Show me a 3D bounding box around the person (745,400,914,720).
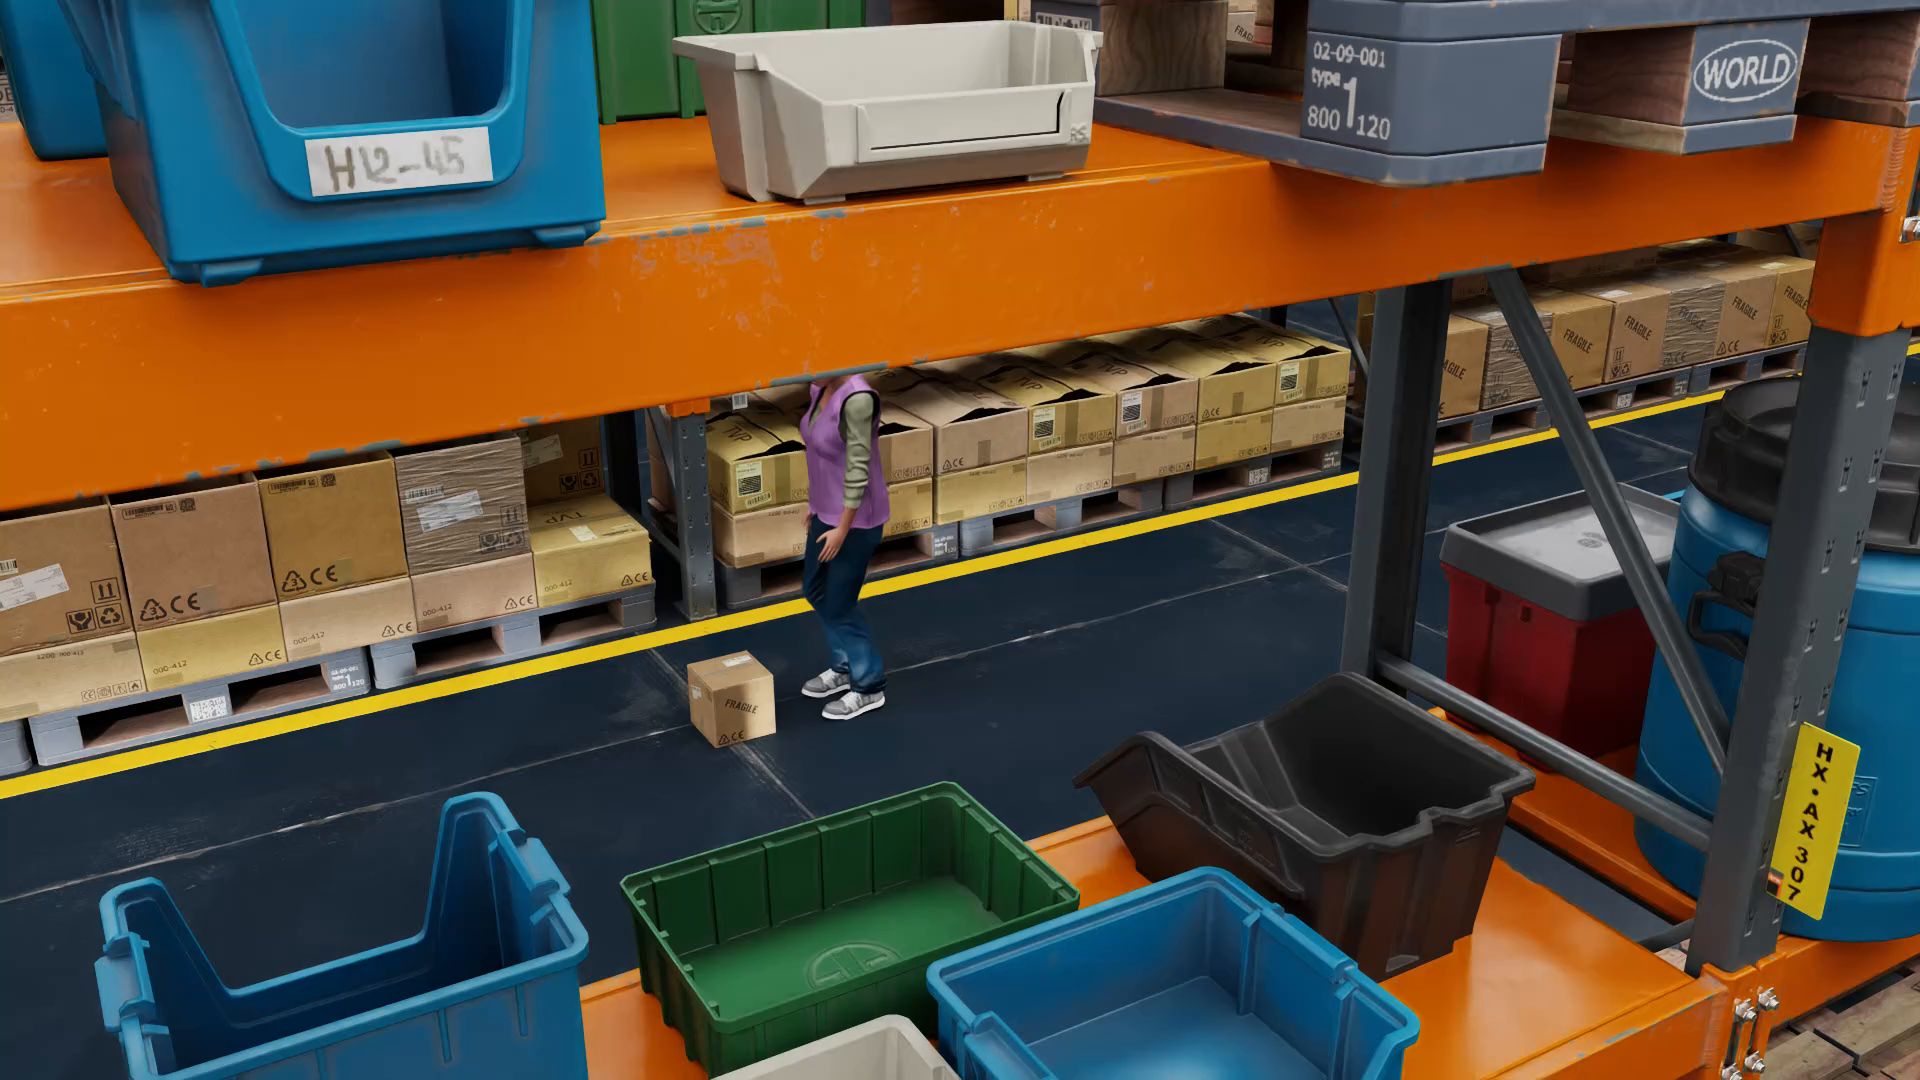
[{"bbox_3d":[-0.483,0.065,6.351,0.657,1.297,0.462,-11,25,-25],"label":"person"}]
